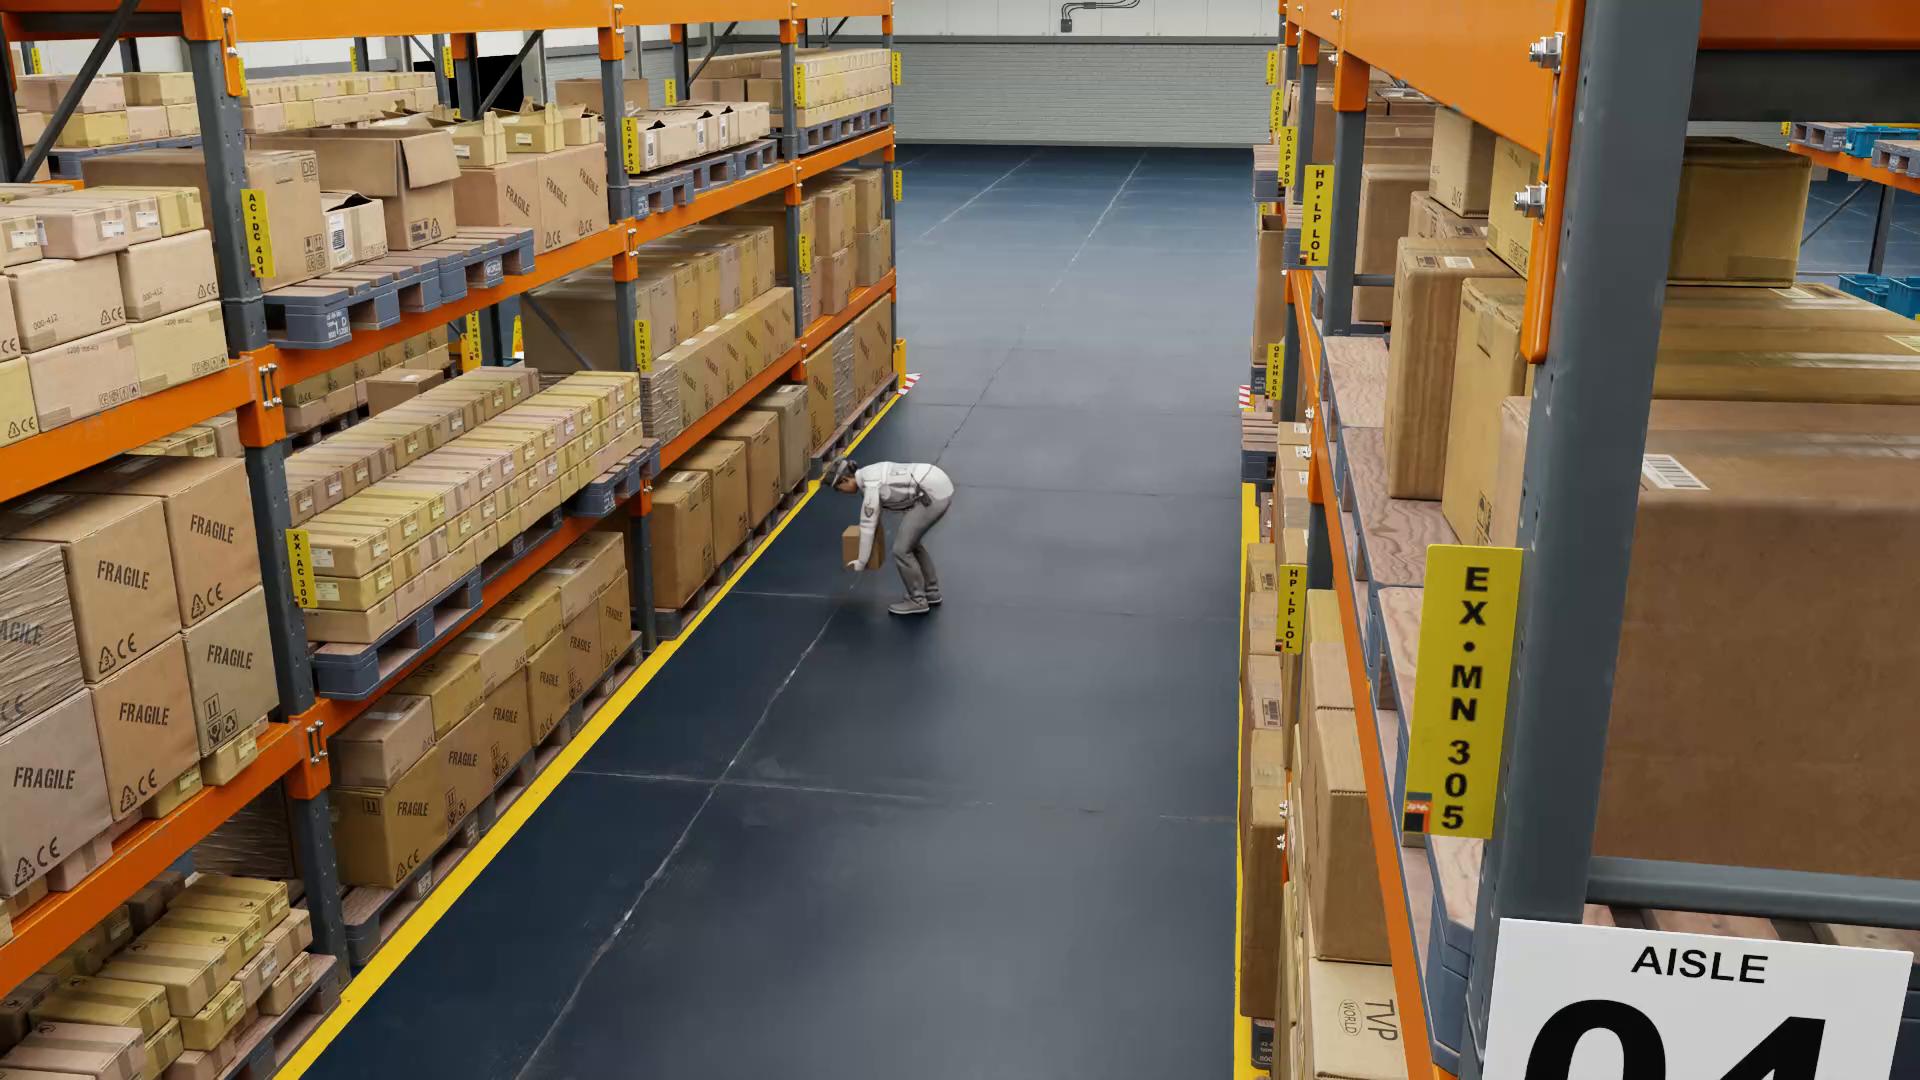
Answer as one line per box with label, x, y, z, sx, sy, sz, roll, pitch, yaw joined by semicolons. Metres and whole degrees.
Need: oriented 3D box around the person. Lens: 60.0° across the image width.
person;-0.507;-0.049;11.613;0.926;1.108;0.415;2;18;7
